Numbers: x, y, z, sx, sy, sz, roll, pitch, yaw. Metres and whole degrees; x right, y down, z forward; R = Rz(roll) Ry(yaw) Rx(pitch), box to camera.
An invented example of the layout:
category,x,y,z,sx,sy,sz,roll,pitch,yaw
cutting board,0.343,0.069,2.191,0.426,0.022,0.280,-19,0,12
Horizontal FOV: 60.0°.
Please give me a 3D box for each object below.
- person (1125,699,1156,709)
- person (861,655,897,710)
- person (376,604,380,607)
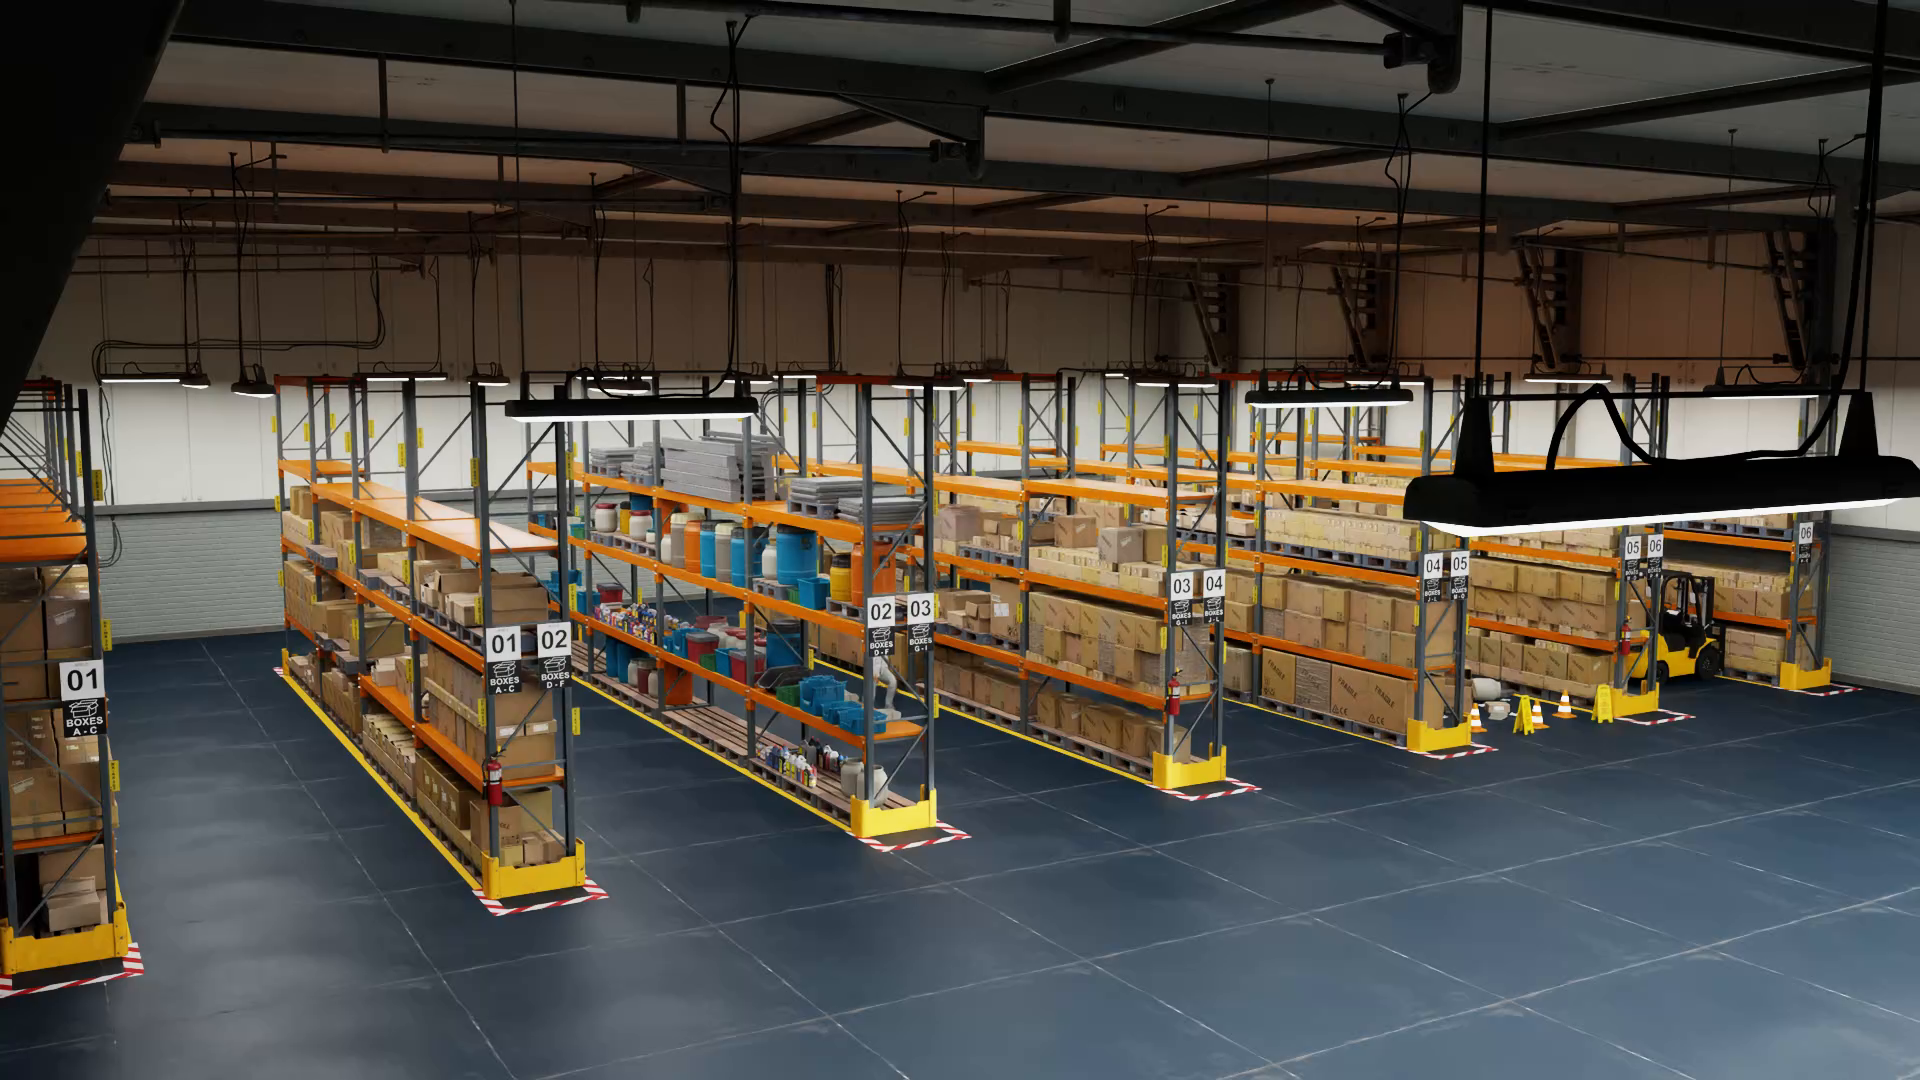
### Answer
category,x,y,z,sx,sy,sz,roll,pitch,yaw
person,3.221,2.144,30.232,0.610,1.732,0.908,-1,6,-8
person,-1.407,2.225,28.783,0.470,1.423,1.012,-4,7,-29
person,-13.124,1.417,37.256,0.410,1.701,0.471,-3,7,-27
